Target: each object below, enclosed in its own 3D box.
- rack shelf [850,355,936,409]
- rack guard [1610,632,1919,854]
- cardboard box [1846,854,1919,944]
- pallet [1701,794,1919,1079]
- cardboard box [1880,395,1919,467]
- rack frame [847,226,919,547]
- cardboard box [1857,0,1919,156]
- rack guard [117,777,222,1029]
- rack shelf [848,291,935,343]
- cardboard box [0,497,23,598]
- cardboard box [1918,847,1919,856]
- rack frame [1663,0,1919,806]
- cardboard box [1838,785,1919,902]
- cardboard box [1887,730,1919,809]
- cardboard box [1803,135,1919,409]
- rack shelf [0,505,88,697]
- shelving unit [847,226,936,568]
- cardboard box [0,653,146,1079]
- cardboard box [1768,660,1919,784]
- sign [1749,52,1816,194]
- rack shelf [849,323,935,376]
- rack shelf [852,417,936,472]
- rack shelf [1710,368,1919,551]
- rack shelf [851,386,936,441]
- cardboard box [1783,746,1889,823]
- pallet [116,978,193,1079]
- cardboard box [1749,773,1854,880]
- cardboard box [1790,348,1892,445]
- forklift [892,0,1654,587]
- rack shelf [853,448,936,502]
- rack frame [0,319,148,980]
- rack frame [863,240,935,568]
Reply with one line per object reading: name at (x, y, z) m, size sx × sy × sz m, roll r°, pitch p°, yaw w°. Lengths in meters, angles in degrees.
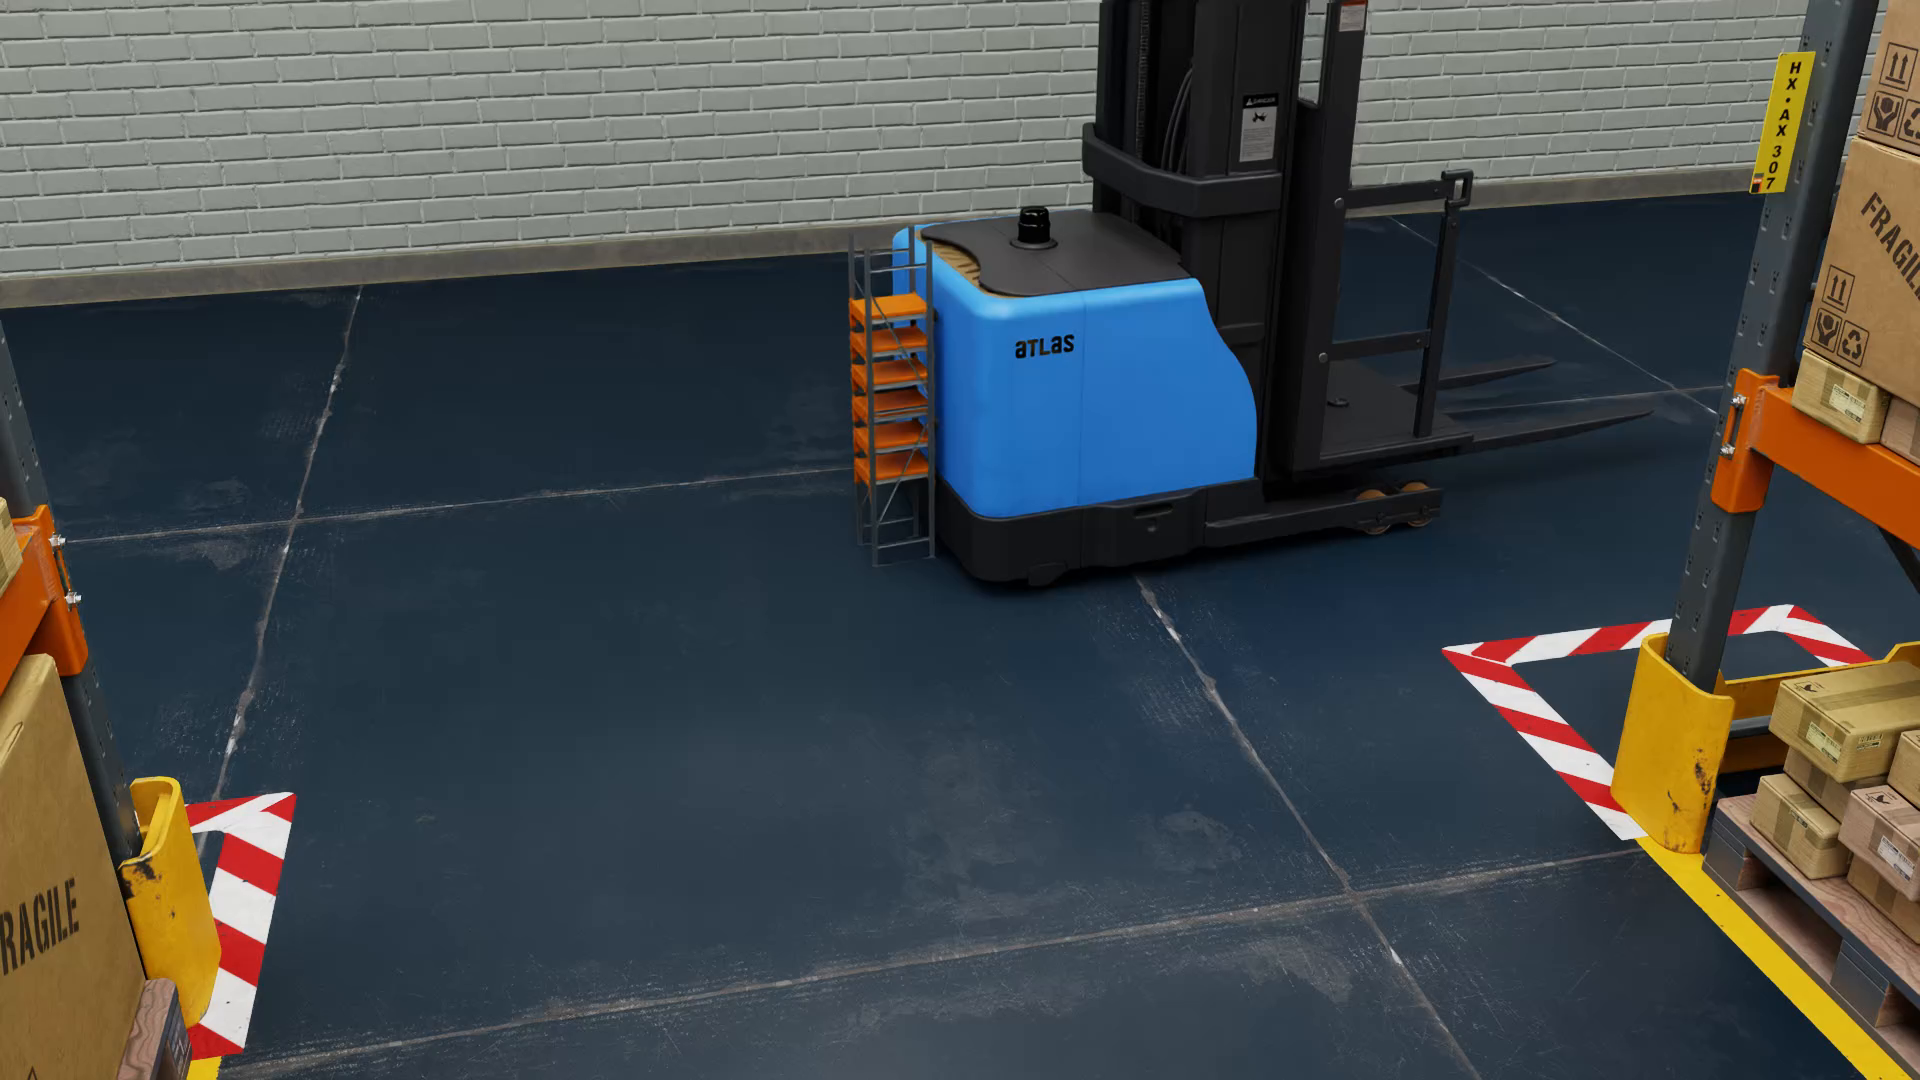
rack shelf at (-0.238, -0.558, 5.856) m, size 0.258 × 0.103 × 0.180 m, roll -10°, pitch 28°, yaw -18°
rack guard at (2.471, 0.507, 4.690) m, size 1.175 × 0.500 × 0.348 m, roll -6°, pitch 27°, yaw -12°
cardboard box at (2.399, 0.812, 4.009) m, size 0.380 × 0.149 × 0.250 m, roll -6°, pitch 27°, yaw -12°
pallet at (2.619, 0.997, 4.041) m, size 1.003 × 0.211 × 1.213 m, roll -6°, pitch 27°, yaw -12°
cardboard box at (2.305, -0.247, 3.689) m, size 0.380 × 0.149 × 0.250 m, roll -5°, pitch 27°, yaw -10°
rack frame at (-0.269, -0.529, 5.966) m, size 0.240 × 1.200 × 0.006 m, roll -10°, pitch 28°, yaw -18°
cardboard box at (2.296, -1.042, 3.434) m, size 0.500 × 0.500 × 0.500 m, roll -6°, pitch 27°, yaw -12°
rack guard at (-2.407, 0.923, 3.867) m, size 1.175 × 0.500 × 0.348 m, roll -6°, pitch 27°, yaw -12°
rack shelf at (-0.238, -0.772, 5.748) m, size 0.258 × 0.103 × 0.180 m, roll -10°, pitch 28°, yaw -18°
cardboard box at (-2.000, 0.052, 3.096) m, size 0.380 × 0.149 × 0.250 m, roll -5°, pitch 27°, yaw -11°
cardboard box at (2.352, 0.675, 3.622) m, size 0.380 × 0.149 × 0.250 m, roll -6°, pitch 27°, yaw -12°
rack frame at (2.454, -0.642, 4.193) m, size 1.000 × 3.000 × 0.127 m, roll -6°, pitch 27°, yaw -12°
cardboard box at (2.328, 0.693, 3.917) m, size 0.380 × 0.149 × 0.250 m, roll -6°, pitch 27°, yaw -12°
cardboard box at (2.420, 0.551, 3.867) m, size 0.380 × 0.149 × 0.250 m, roll -5°, pitch 27°, yaw -11°
cardboard box at (2.286, -0.594, 3.657) m, size 0.500 × 0.500 × 0.500 m, roll -5°, pitch 27°, yaw -9°
rack shelf at (-1.951, 1.017, 1.705) m, size 1.077 × 0.370 × 4.000 m, roll -6°, pitch 27°, yaw -12°
shelving unit at (-0.238, -0.490, 5.890) m, size 0.258 × 1.200 × 0.189 m, roll -10°, pitch 28°, yaw -18°
cardboard box at (-2.179, 0.851, 3.126) m, size 0.875 × 0.875 × 0.875 m, roll -6°, pitch 27°, yaw -12°
cardboard box at (2.241, 0.442, 4.082) m, size 0.380 × 0.149 × 0.250 m, roll -7°, pitch 28°, yaw -14°
sign at (1.925, -0.973, 3.888) m, size 0.100 × 0.325 × 0.005 m, roll -6°, pitch 27°, yaw -12°
rack shelf at (-0.238, -0.665, 5.802) m, size 0.258 × 0.103 × 0.180 m, roll -10°, pitch 28°, yaw -18°
rack shelf at (-0.237, -0.344, 5.964) m, size 0.258 × 0.103 × 0.180 m, roll -10°, pitch 28°, yaw -18°
rack shelf at (2.904, 0.557, 2.615) m, size 1.077 × 0.370 × 4.000 m, roll -6°, pitch 27°, yaw -12°
rack shelf at (-0.238, -0.451, 5.910) m, size 0.258 × 0.103 × 0.180 m, roll -10°, pitch 28°, yaw -18°
cardboard box at (2.322, 0.567, 4.166) m, size 0.380 × 0.149 × 0.250 m, roll -5°, pitch 27°, yaw -9°
pallet at (-2.145, 1.405, 3.231) m, size 1.003 × 0.211 × 1.213 m, roll -6°, pitch 27°, yaw -12°
cardboard box at (2.260, 0.706, 4.220) m, size 0.380 × 0.149 × 0.250 m, roll -5°, pitch 27°, yaw -11°
cardboard box at (2.207, -0.354, 3.902) m, size 0.380 × 0.149 × 0.250 m, roll -6°, pitch 27°, yaw -12°
forklift at (1.307, -1.542, 6.052) m, size 3.031 × 2.935 × 1.130 m, roll -9°, pitch 28°, yaw -18°
rack shelf at (-0.237, -0.237, 6.018) m, size 0.258 × 0.103 × 0.180 m, roll -10°, pitch 28°, yaw -18°
rack frame at (-2.401, -0.183, 3.283) m, size 1.000 × 3.000 × 0.127 m, roll -6°, pitch 27°, yaw -12°
rack frame at (-0.206, -0.452, 5.813) m, size 0.240 × 1.200 × 0.006 m, roll -10°, pitch 28°, yaw -18°
